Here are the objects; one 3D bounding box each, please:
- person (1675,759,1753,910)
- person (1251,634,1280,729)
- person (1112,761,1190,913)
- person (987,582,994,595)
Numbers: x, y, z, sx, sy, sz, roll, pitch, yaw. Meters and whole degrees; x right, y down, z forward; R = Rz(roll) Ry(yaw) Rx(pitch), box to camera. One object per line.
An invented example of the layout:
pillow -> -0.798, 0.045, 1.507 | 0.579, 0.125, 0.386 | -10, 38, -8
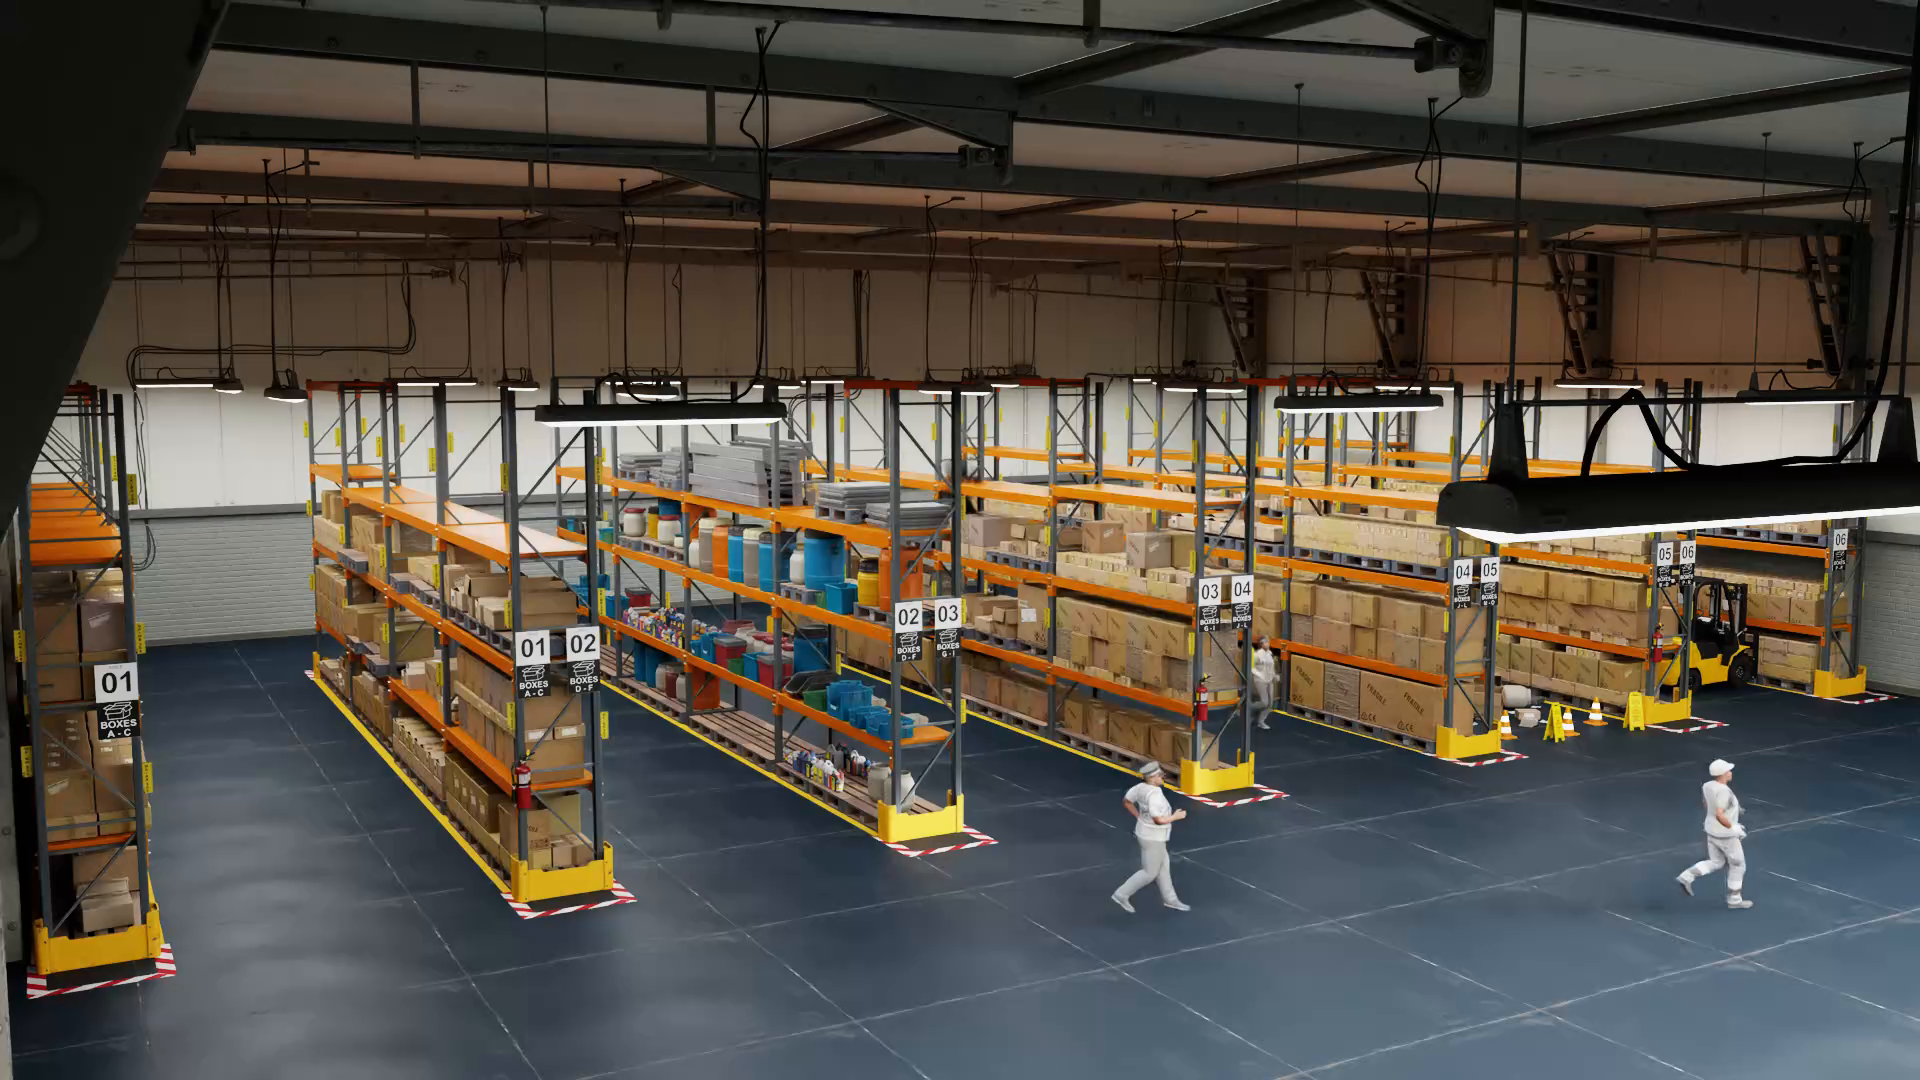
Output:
person -> 8.794, 3.411, 19.274 | 0.867, 1.760, 0.669 | 0, 6, -2
person -> 5.245, 2.441, 28.871 | 0.602, 1.652, 0.544 | -5, 8, -40
person -> 2.196, 3.409, 19.004 | 0.967, 1.791, 0.659 | -1, 6, -8
person -> 0.625, 0.944, 42.342 | 1.041, 1.775, 0.708 | -4, 7, -35
